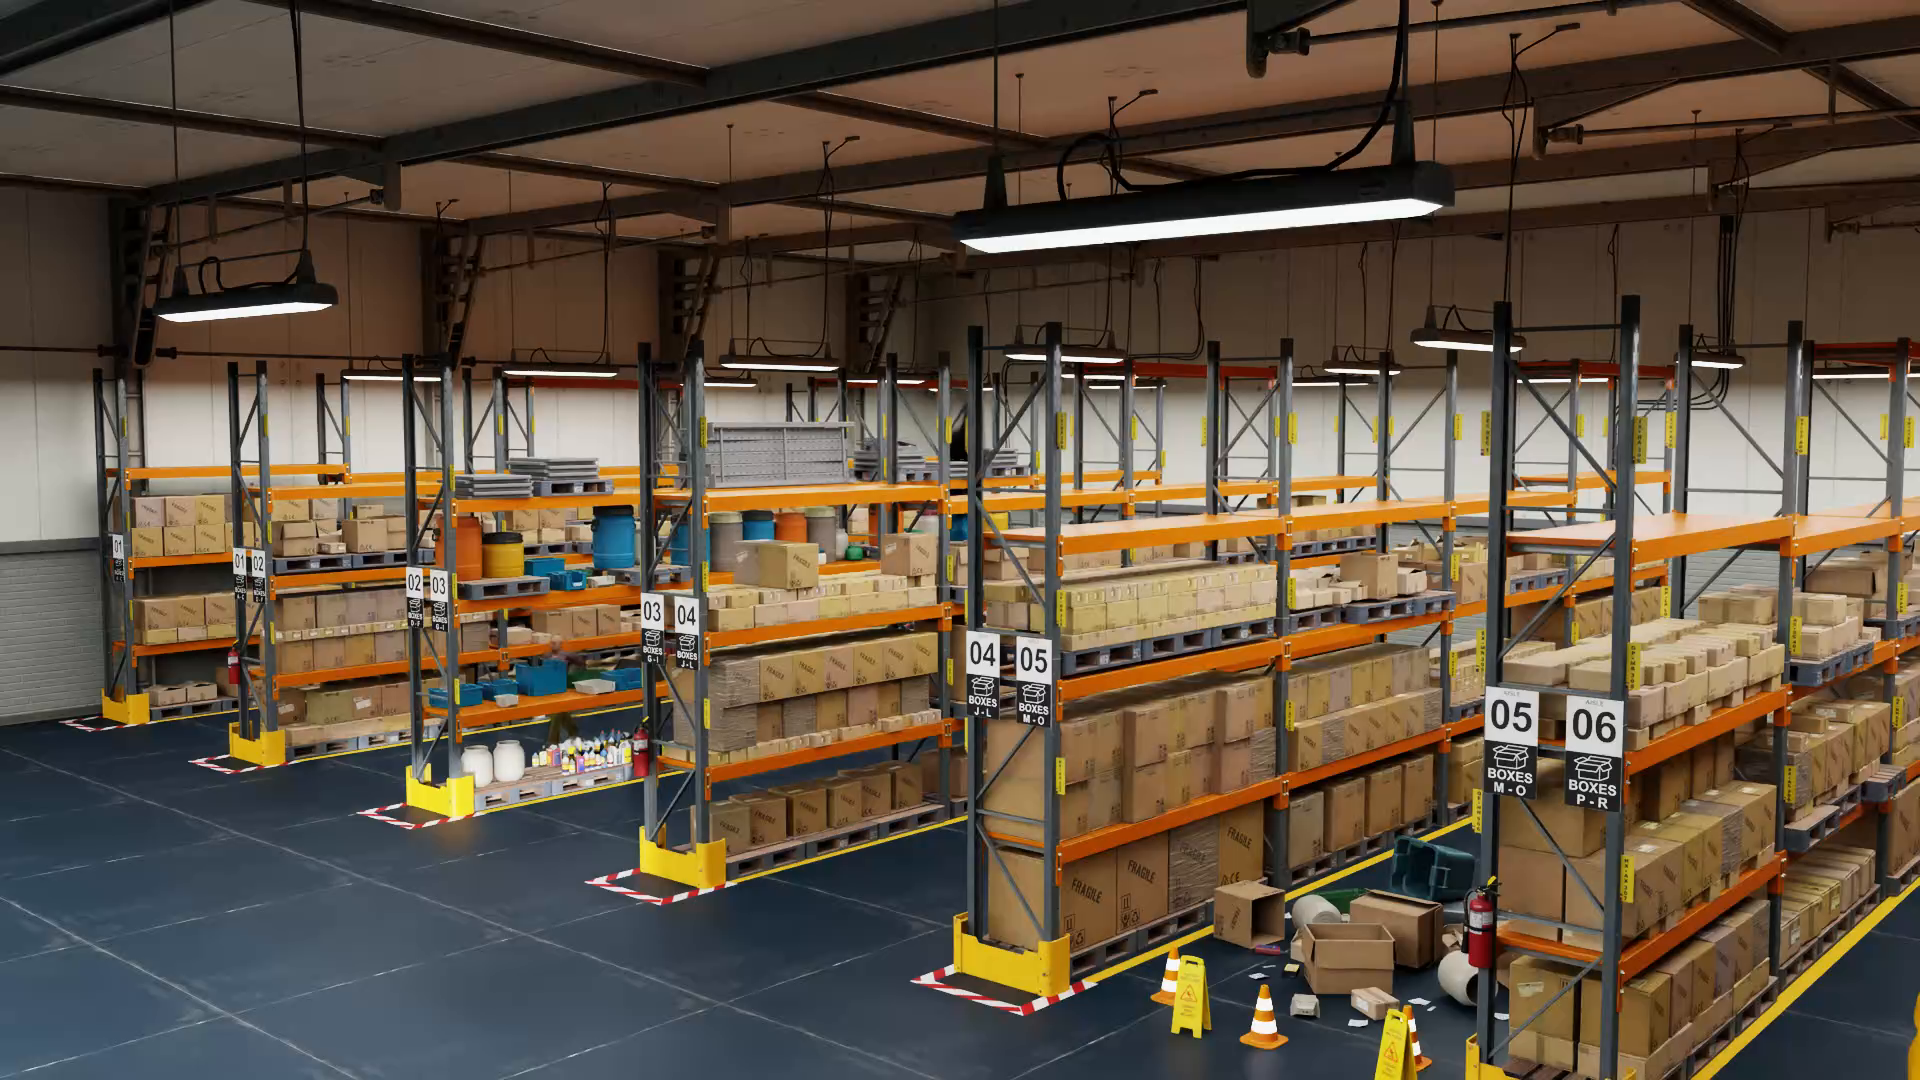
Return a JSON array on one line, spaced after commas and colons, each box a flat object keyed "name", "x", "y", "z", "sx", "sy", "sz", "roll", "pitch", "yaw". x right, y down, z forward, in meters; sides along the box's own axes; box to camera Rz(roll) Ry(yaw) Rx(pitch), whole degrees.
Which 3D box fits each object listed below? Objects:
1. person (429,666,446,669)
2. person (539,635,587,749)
[{"name": "person", "x": -9.254, "y": 2.165, "z": 29.059, "sx": 0.688, "sy": 1.714, "sz": 0.639, "roll": 3, "pitch": 5, "yaw": 34}, {"name": "person", "x": -6.166, "y": 2.369, "z": 25.667, "sx": 0.680, "sy": 1.822, "sz": 0.976, "roll": 2, "pitch": 5, "yaw": 30}]
